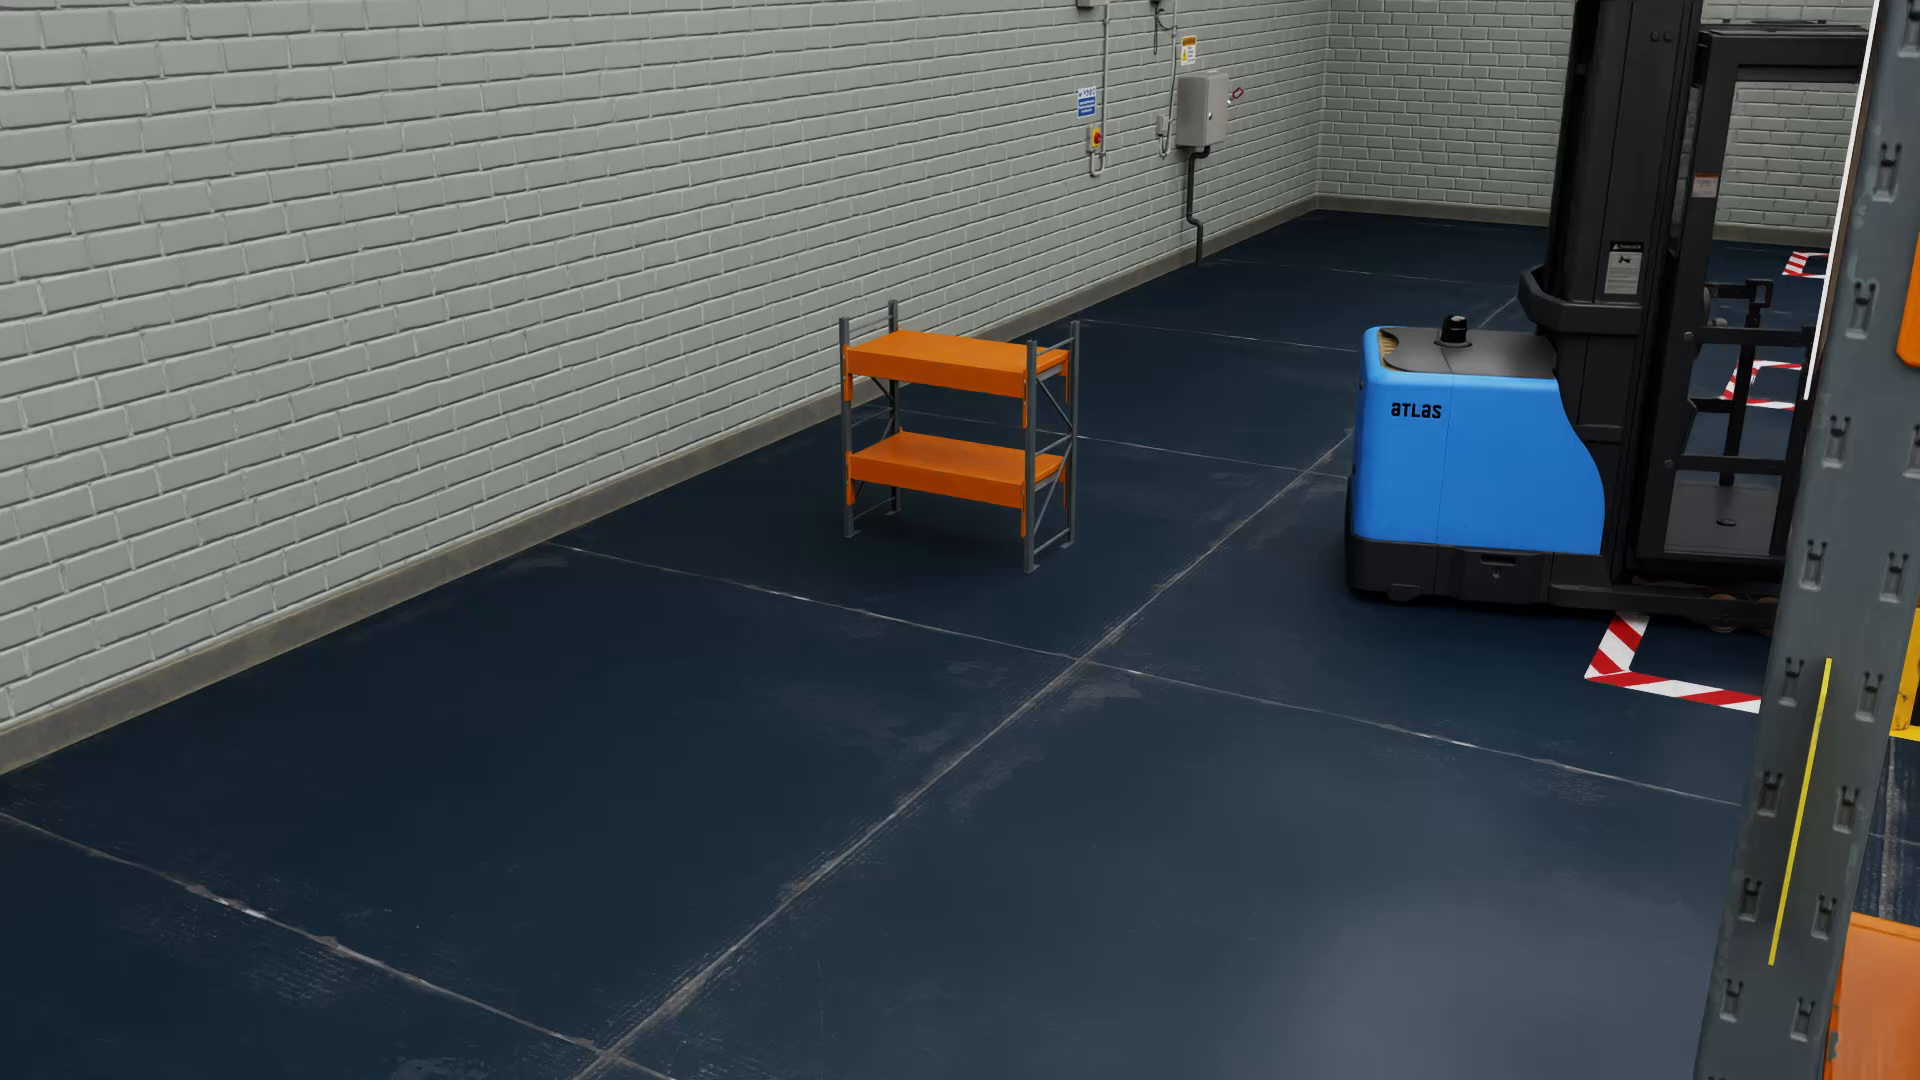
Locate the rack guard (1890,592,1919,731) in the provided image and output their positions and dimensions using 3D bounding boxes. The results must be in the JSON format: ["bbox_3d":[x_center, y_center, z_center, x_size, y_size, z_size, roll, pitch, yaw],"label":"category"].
[{"bbox_3d":[3.746,0.300,6.805,0.348,0.500,1.175,11,23,27],"label":"rack guard"}]

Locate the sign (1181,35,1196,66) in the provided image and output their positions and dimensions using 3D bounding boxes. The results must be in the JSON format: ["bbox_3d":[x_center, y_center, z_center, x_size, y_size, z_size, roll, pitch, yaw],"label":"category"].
[{"bbox_3d":[2.015,-4.316,14.654,0.001,0.242,0.339,11,23,27],"label":"sign"}]

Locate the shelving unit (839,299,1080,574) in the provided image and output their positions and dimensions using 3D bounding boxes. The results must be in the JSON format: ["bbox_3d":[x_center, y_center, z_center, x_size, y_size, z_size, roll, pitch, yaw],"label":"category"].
[{"bbox_3d":[-0.006,-0.530,8.176,1.048,1.125,0.538,11,23,27],"label":"shelving unit"}]

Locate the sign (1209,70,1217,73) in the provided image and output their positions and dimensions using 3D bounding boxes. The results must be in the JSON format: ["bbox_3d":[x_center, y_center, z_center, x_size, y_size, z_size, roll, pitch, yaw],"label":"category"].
[{"bbox_3d":[2.283,-4.047,15.262,0.001,0.494,0.329,11,23,27],"label":"sign"}]

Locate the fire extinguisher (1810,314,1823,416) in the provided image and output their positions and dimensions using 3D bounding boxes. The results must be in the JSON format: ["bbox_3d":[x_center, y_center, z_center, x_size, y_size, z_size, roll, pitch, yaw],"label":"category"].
[{"bbox_3d":[3.685,-0.855,6.985,0.183,0.674,0.296,11,23,27],"label":"fire extinguisher"}]

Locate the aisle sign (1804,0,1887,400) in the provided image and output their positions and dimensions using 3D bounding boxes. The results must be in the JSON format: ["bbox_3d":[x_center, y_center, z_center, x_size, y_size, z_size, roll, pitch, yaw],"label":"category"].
[{"bbox_3d":[0.963,-0.573,1.733,0.004,0.787,0.394,11,23,27],"label":"aisle sign"}]

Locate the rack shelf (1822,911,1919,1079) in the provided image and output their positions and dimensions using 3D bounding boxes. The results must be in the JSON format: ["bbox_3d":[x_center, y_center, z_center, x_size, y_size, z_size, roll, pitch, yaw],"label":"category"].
[{"bbox_3d":[2.918,1.243,1.595,4.000,0.370,1.077,11,23,27],"label":"rack shelf"}]

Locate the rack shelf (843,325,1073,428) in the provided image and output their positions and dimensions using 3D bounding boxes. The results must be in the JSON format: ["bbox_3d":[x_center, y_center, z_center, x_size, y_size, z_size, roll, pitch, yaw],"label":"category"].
[{"bbox_3d":[-0.006,-0.805,8.077,1.000,0.278,0.538,11,23,27],"label":"rack shelf"}]

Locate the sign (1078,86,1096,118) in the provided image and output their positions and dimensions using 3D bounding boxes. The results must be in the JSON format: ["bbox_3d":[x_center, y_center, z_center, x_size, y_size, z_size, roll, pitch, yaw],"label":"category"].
[{"bbox_3d":[0.994,-3.432,13.031,0.001,0.218,0.327,11,23,27],"label":"sign"}]

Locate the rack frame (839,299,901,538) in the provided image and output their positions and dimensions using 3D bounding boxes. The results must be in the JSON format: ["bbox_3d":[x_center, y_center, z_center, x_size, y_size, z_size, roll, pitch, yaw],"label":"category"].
[{"bbox_3d":[-0.450,-0.614,8.409,0.032,1.125,0.500,11,23,27],"label":"rack frame"}]

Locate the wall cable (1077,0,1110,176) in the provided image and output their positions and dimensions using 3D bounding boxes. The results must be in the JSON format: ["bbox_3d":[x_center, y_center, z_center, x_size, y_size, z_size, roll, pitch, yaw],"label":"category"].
[{"bbox_3d":[1.071,-3.801,12.910,0.123,1.953,0.585,11,23,27],"label":"wall cable"}]

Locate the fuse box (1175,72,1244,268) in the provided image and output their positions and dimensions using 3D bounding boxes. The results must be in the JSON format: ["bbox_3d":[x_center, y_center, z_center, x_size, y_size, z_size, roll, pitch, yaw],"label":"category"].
[{"bbox_3d":[2.223,-3.304,14.965,0.414,1.711,0.539,11,23,27],"label":"fuse box"}]

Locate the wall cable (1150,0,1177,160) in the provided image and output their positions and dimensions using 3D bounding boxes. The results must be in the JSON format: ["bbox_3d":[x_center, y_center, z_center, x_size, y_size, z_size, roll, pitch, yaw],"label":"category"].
[{"bbox_3d":[1.753,-4.211,14.084,0.122,1.984,0.588,11,23,27],"label":"wall cable"}]

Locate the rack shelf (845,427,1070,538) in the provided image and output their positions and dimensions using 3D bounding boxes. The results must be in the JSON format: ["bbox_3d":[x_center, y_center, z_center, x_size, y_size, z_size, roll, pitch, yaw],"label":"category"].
[{"bbox_3d":[-0.006,-0.300,8.260,1.000,0.278,0.538,11,23,27],"label":"rack shelf"}]

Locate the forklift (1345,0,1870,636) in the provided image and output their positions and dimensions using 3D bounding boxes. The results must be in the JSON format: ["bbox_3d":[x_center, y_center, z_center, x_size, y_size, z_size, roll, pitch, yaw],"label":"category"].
[{"bbox_3d":[3.344,-1.158,7.260,3.031,2.935,1.130,4,20,11],"label":"forklift"}]

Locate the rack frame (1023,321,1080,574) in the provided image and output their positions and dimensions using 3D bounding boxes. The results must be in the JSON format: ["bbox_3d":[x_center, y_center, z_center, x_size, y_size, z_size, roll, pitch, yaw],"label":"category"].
[{"bbox_3d":[0.438,-0.445,7.943,0.032,1.125,0.500,11,23,27],"label":"rack frame"}]

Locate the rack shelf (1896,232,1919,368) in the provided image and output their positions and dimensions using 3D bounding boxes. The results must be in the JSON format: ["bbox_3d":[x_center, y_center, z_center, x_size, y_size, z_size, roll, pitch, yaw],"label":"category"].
[{"bbox_3d":[2.918,-0.167,1.084,4.000,0.370,1.077,11,23,27],"label":"rack shelf"}]

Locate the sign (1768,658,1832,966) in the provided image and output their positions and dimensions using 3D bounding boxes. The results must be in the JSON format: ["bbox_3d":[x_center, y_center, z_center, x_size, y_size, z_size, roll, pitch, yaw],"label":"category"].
[{"bbox_3d":[0.897,0.292,1.775,0.005,0.325,0.100,11,23,27],"label":"sign"}]
